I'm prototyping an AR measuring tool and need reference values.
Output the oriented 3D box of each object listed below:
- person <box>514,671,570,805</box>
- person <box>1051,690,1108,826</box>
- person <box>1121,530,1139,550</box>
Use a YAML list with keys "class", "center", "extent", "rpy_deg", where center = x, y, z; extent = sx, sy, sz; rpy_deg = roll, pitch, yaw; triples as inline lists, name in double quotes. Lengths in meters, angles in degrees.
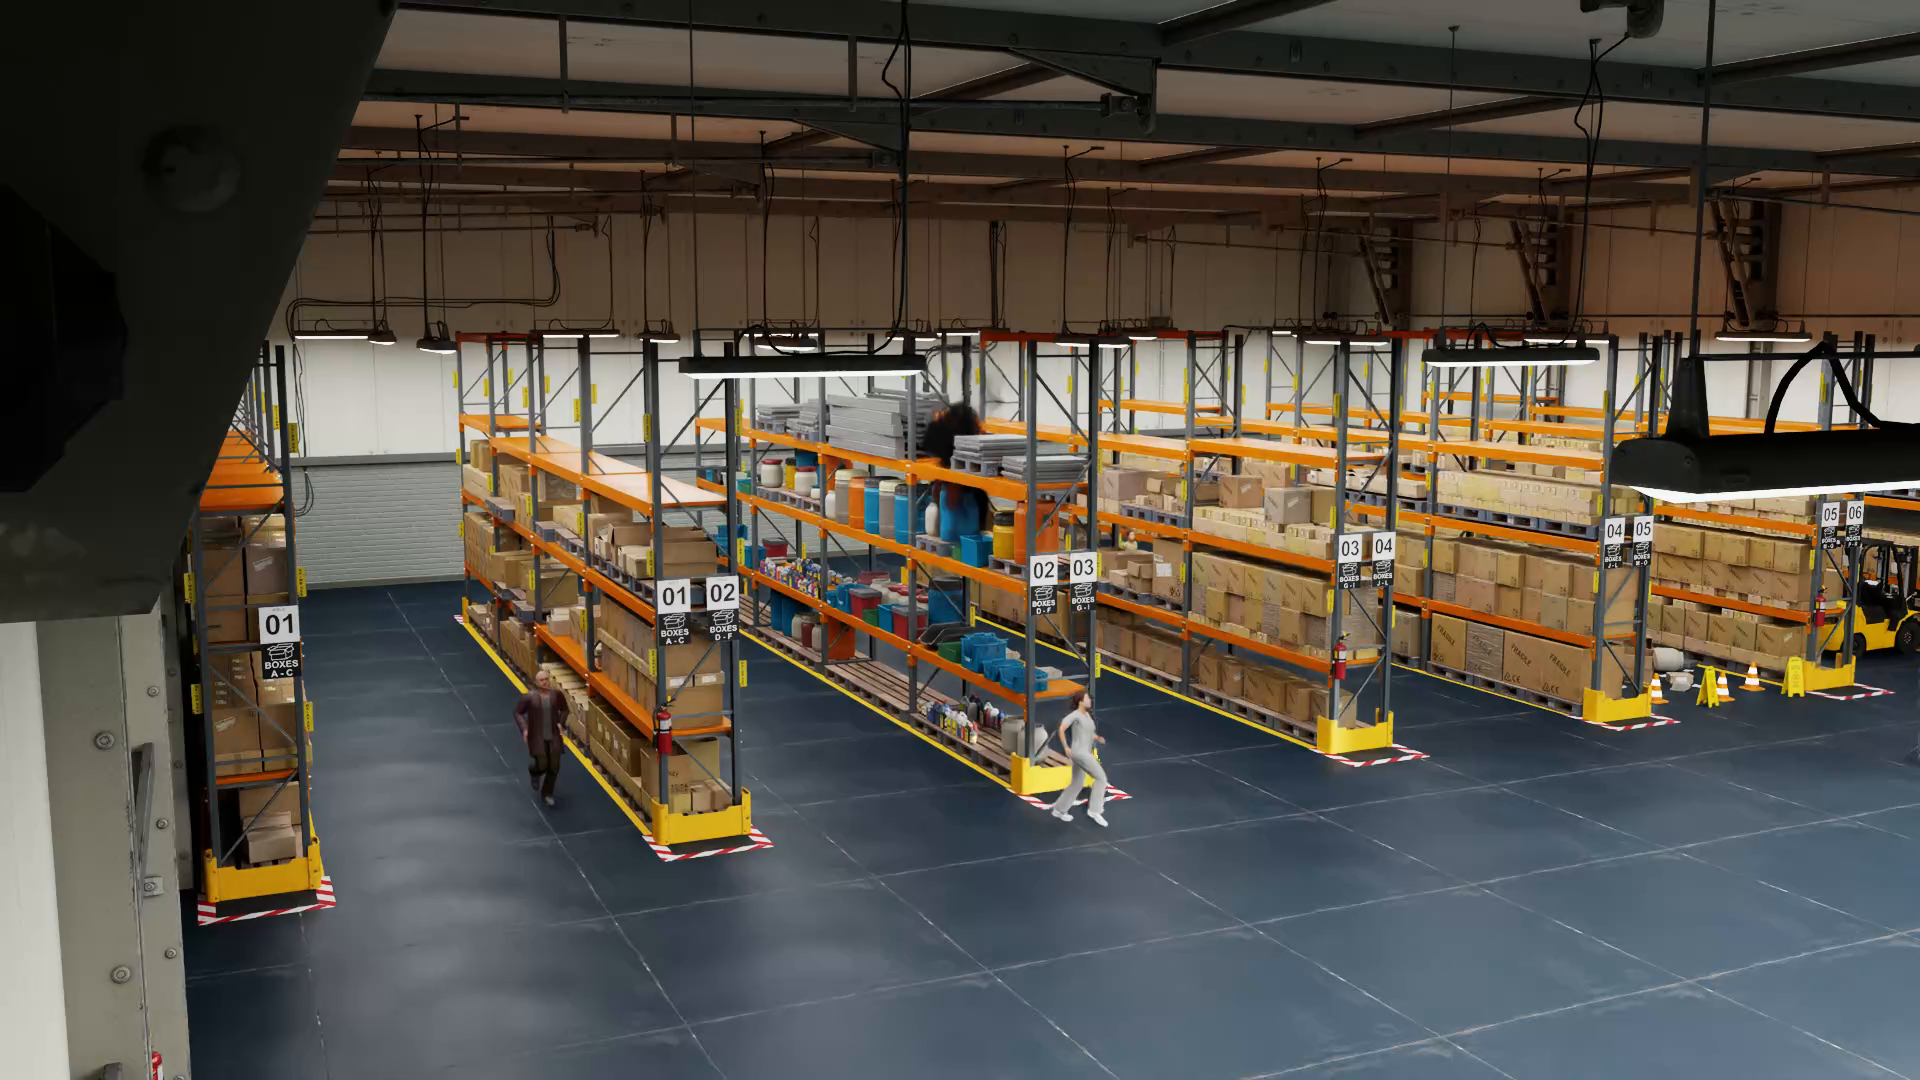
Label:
- class: "person"
  center: [-5.431, 2.566, 21.713]
  extent: [0.709, 1.737, 0.640]
  rpy_deg: [-4, 9, -28]
- class: "person"
  center: [1.537, 2.705, 20.852]
  extent: [0.726, 1.653, 0.567]
  rpy_deg: [2, 8, 15]
- class: "person"
  center: [3.747, 0.592, 36.452]
  extent: [0.580, 1.644, 0.924]
  rpy_deg: [-4, 9, -28]
